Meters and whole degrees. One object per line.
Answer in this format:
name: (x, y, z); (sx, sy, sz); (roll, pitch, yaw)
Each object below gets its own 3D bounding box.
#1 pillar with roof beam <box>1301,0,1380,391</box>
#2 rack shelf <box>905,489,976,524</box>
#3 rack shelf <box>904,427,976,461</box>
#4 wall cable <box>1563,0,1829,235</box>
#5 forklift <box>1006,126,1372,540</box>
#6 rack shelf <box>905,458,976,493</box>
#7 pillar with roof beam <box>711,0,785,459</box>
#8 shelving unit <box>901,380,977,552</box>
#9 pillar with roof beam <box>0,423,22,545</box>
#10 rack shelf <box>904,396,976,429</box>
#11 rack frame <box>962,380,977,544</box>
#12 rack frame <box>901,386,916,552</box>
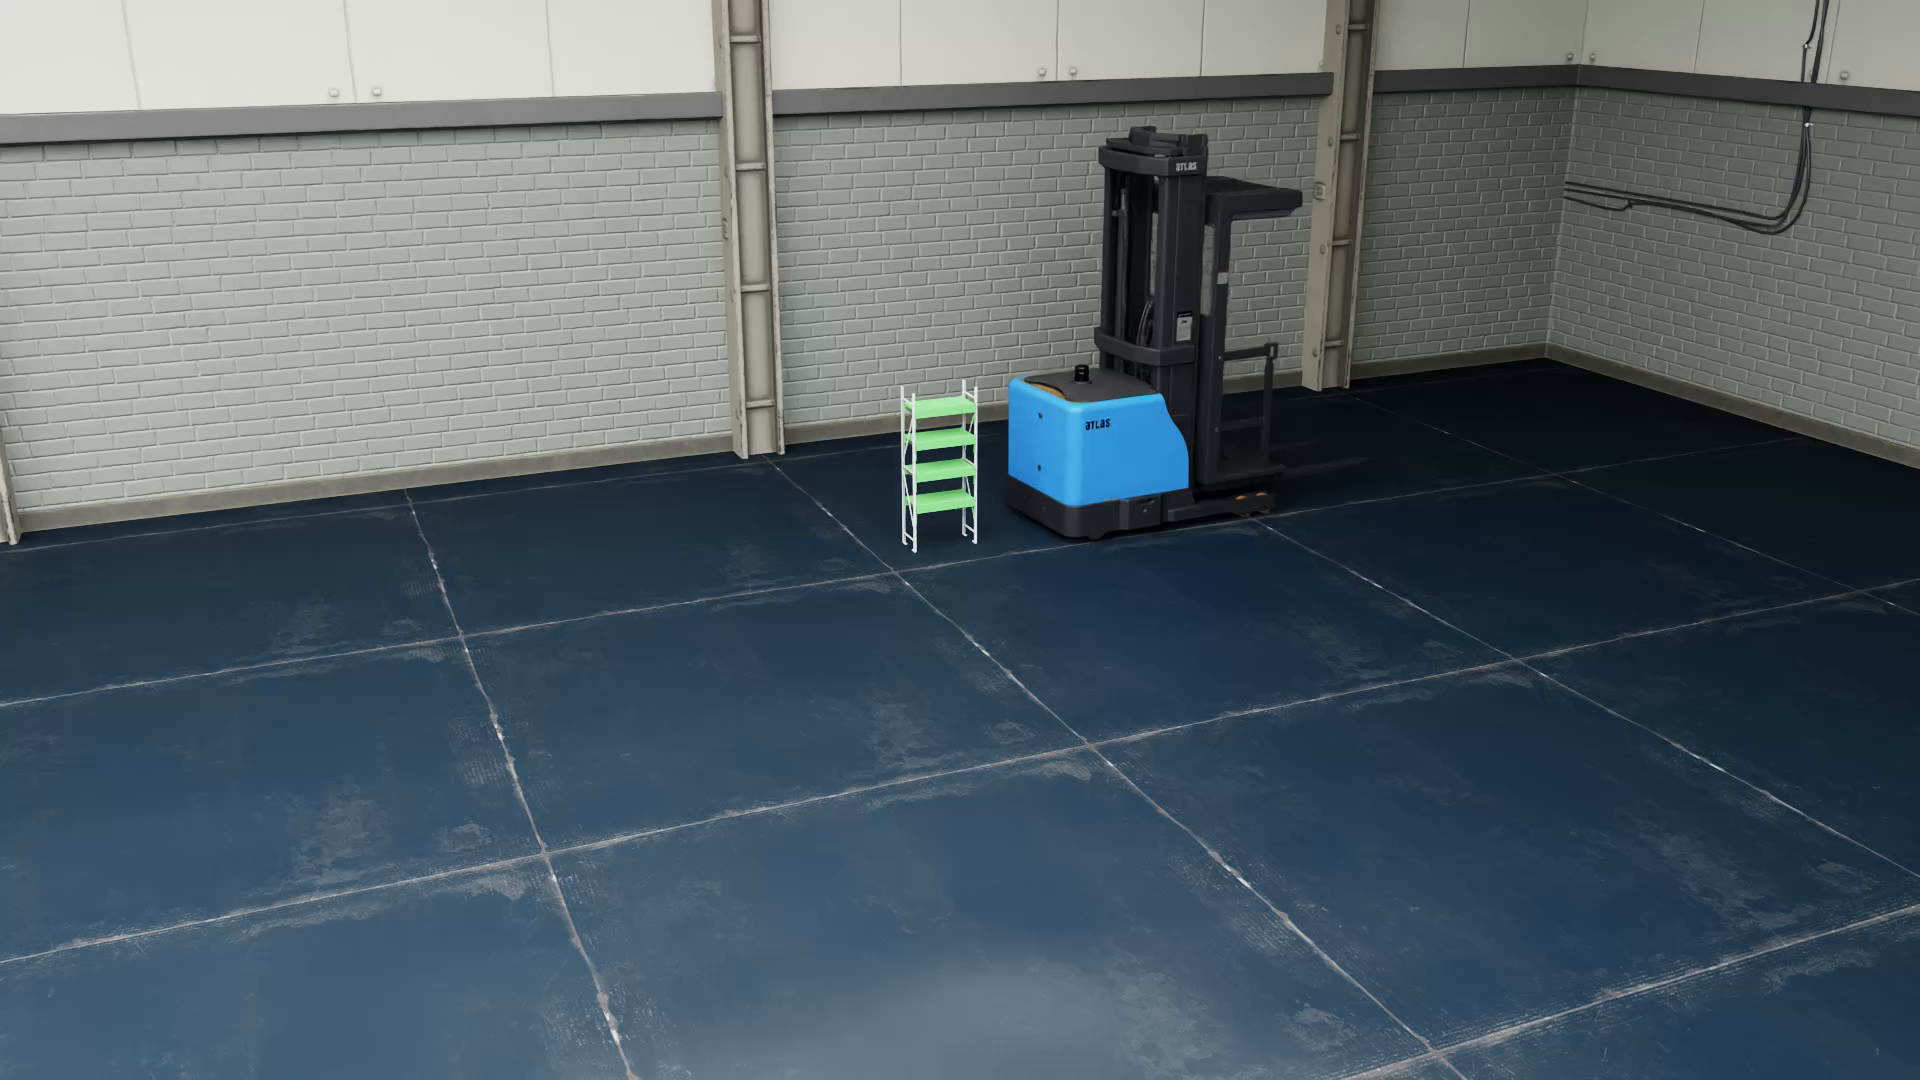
pillar with roof beam: (5.431, -4.504, 11.764); (0.400, 9.000, 9.100); (-8, 21, -22)
rack shelf: (-0.152, -0.258, 12.362); (0.480, 0.148, 0.258); (-8, 21, -22)
rack shelf: (-0.152, -0.710, 12.202); (0.480, 0.148, 0.258); (-8, 21, -22)
wall cable: (6.955, -4.336, 15.964); (0.112, 2.526, 3.097); (-8, 21, -22)
forklift: (1.912, -1.707, 12.957); (3.031, 2.935, 1.130); (-10, 22, -26)
rack shelf: (-0.152, -0.484, 12.282); (0.480, 0.148, 0.258); (-8, 21, -22)
pillar with roof beam: (-0.078, -3.715, 9.522); (0.400, 9.000, 9.100); (-8, 21, -22)
shelving unit: (-0.152, -0.544, 12.261); (0.503, 1.200, 0.258); (-8, 21, -22)
pillar with roof beam: (-5.588, -2.925, 7.280); (0.400, 9.000, 9.100); (-8, 21, -22)
rack shelf: (-0.152, -0.937, 12.123); (0.480, 0.148, 0.258); (-8, 21, -22)
rack frame: (0.072, -0.576, 12.352); (0.015, 1.200, 0.240); (-8, 21, -22)
rack frame: (-0.376, -0.512, 12.170); (0.015, 1.200, 0.240); (-8, 21, -22)
